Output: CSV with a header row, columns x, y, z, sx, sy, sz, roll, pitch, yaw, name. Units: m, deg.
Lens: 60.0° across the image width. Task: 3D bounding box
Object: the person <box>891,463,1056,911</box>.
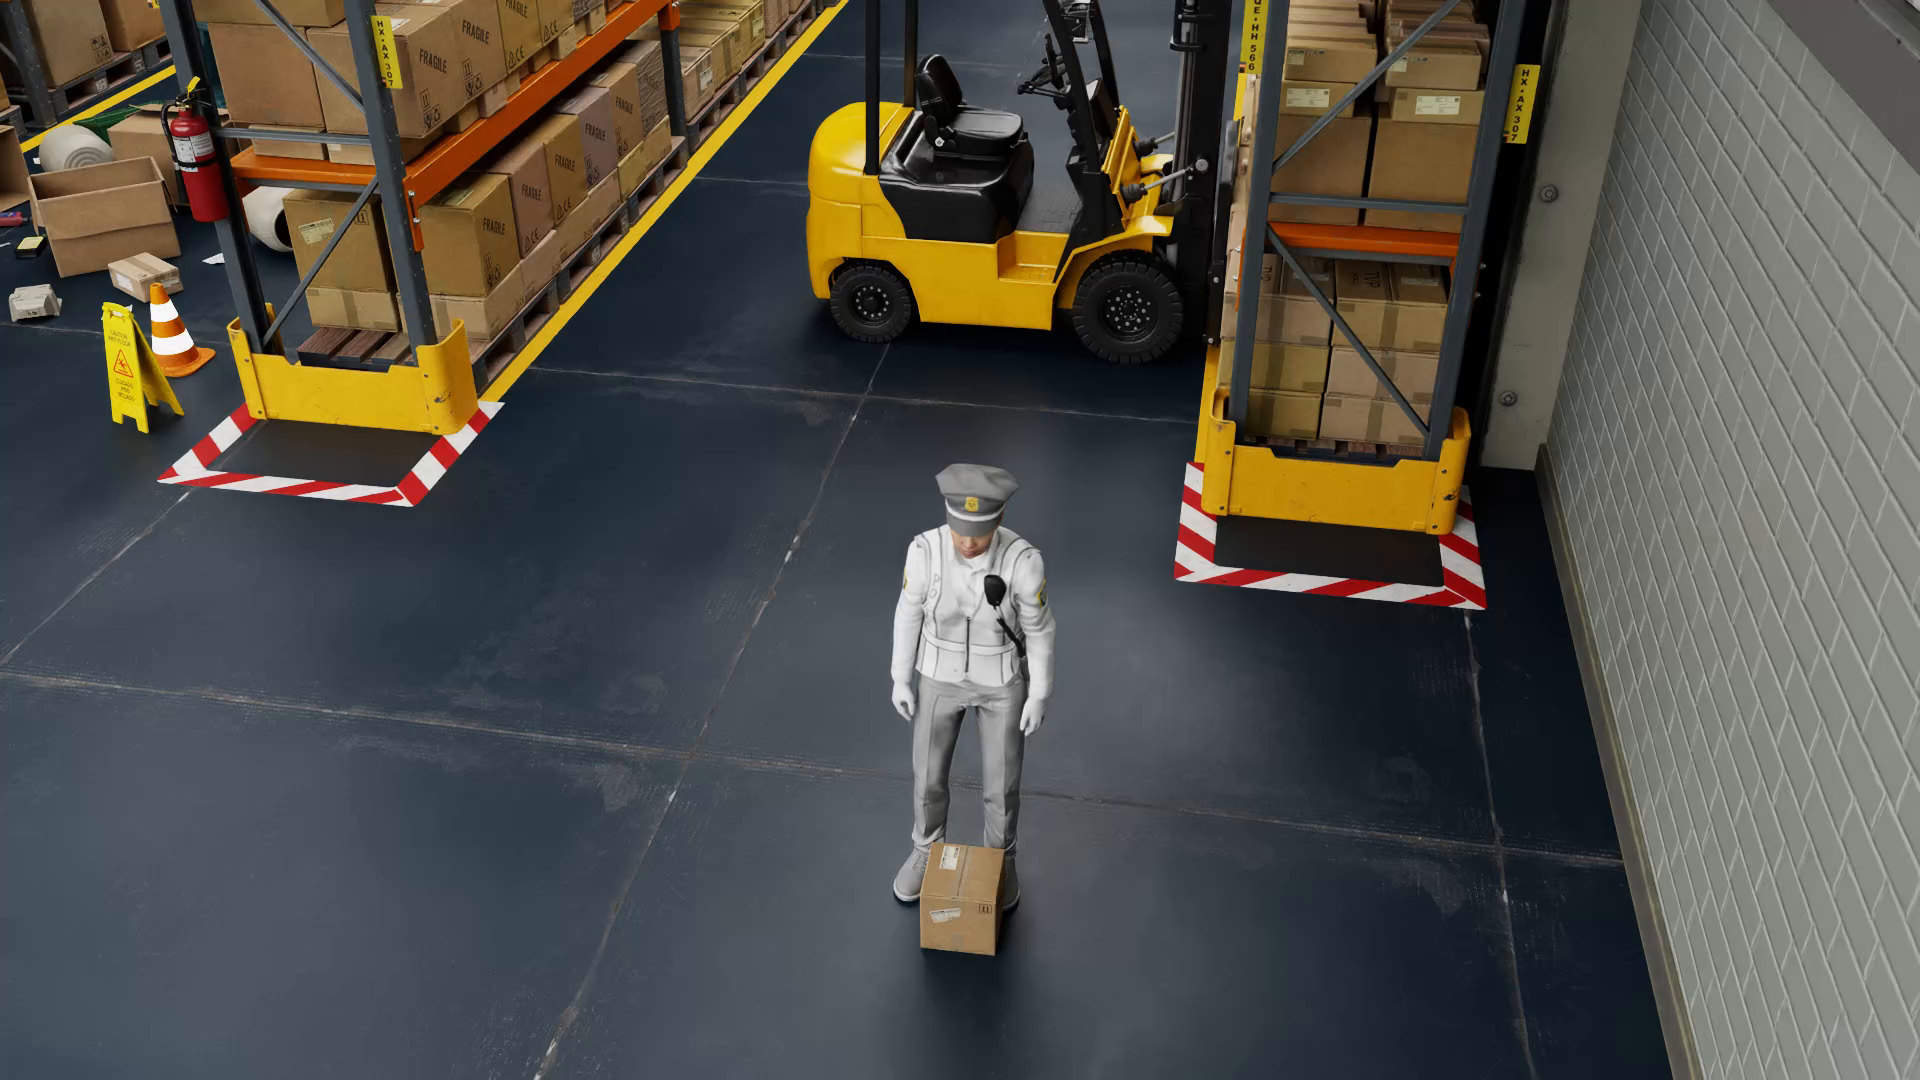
x,y,z,sx,sy,sz,roll,pitch,yaw,name
0.038,0.476,5.390,0.529,1.663,0.374,5,33,8,person
